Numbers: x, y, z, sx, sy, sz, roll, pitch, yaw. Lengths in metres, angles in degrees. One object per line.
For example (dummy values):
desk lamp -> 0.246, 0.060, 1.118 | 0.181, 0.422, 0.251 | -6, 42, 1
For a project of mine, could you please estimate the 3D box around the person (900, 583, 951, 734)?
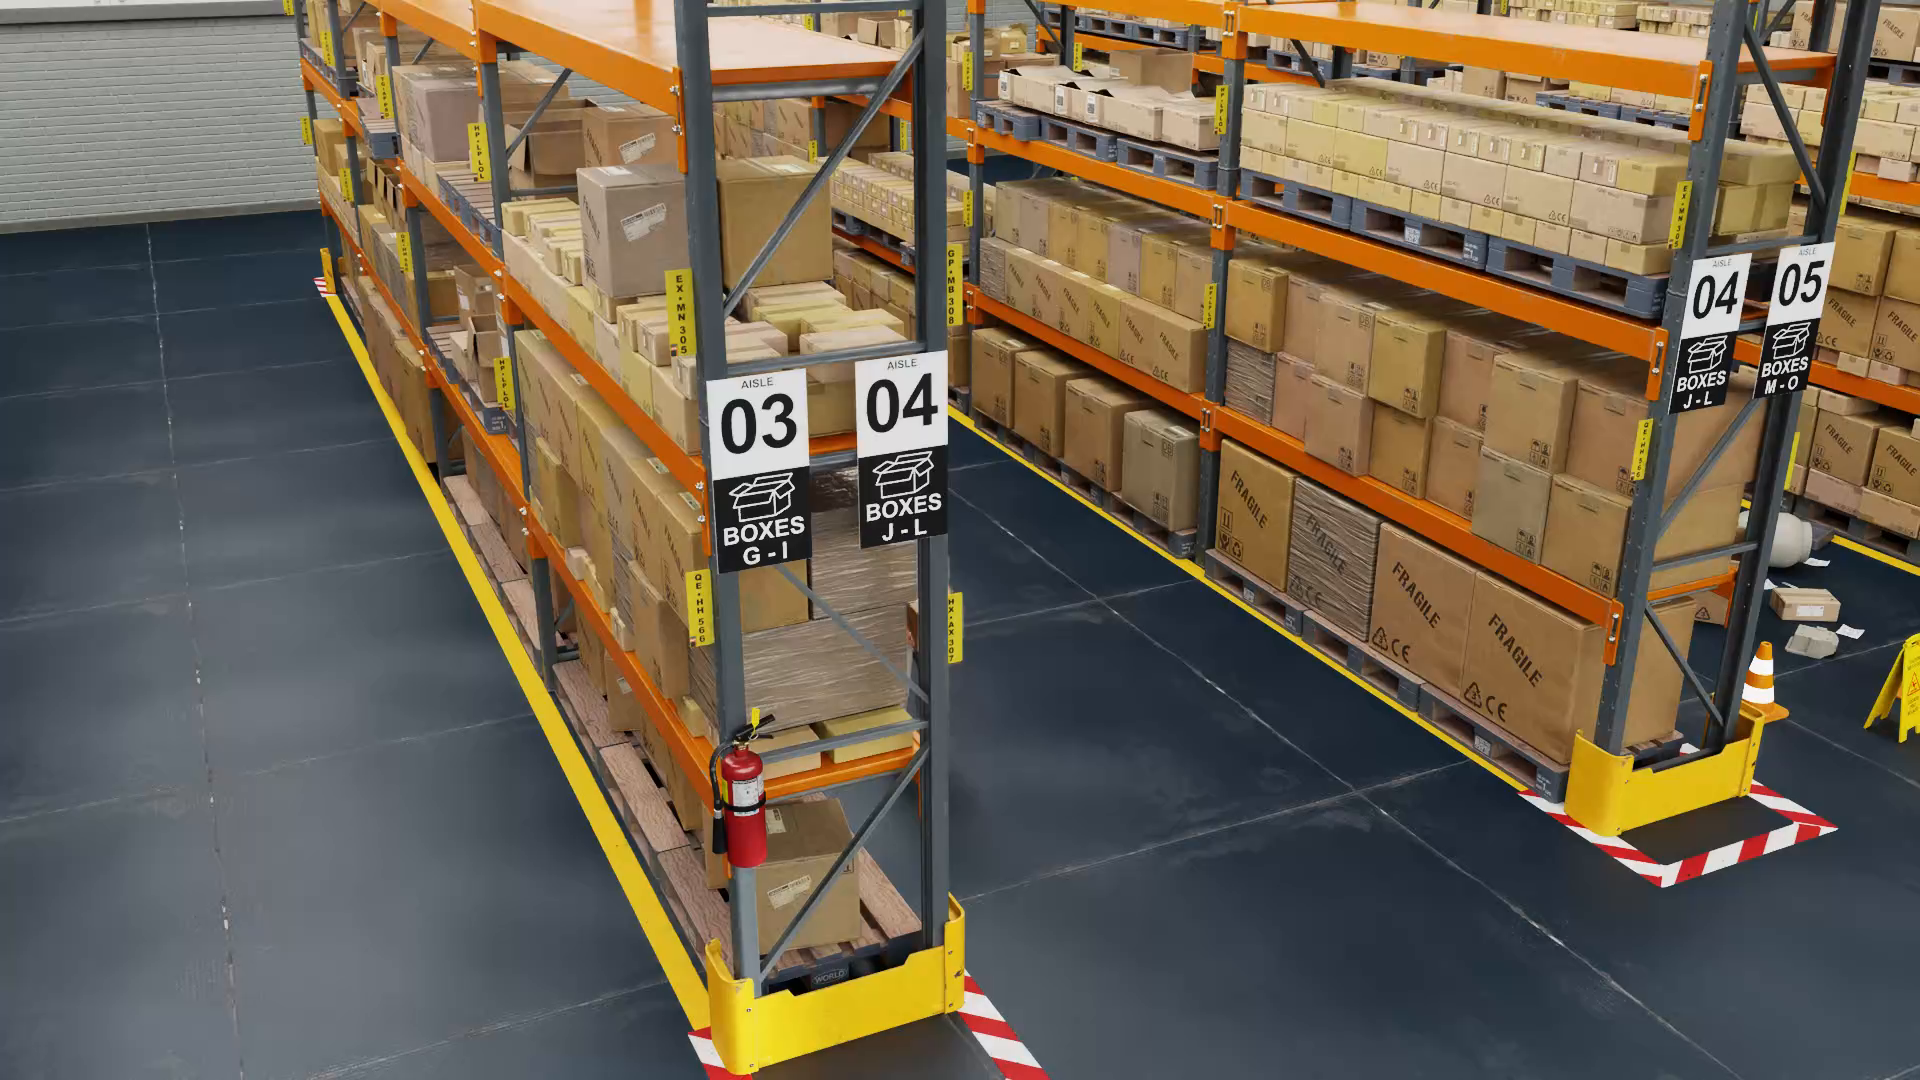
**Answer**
person -> -0.253, 0.540, 9.691 | 0.454, 1.667, 0.533 | -10, 24, -24
